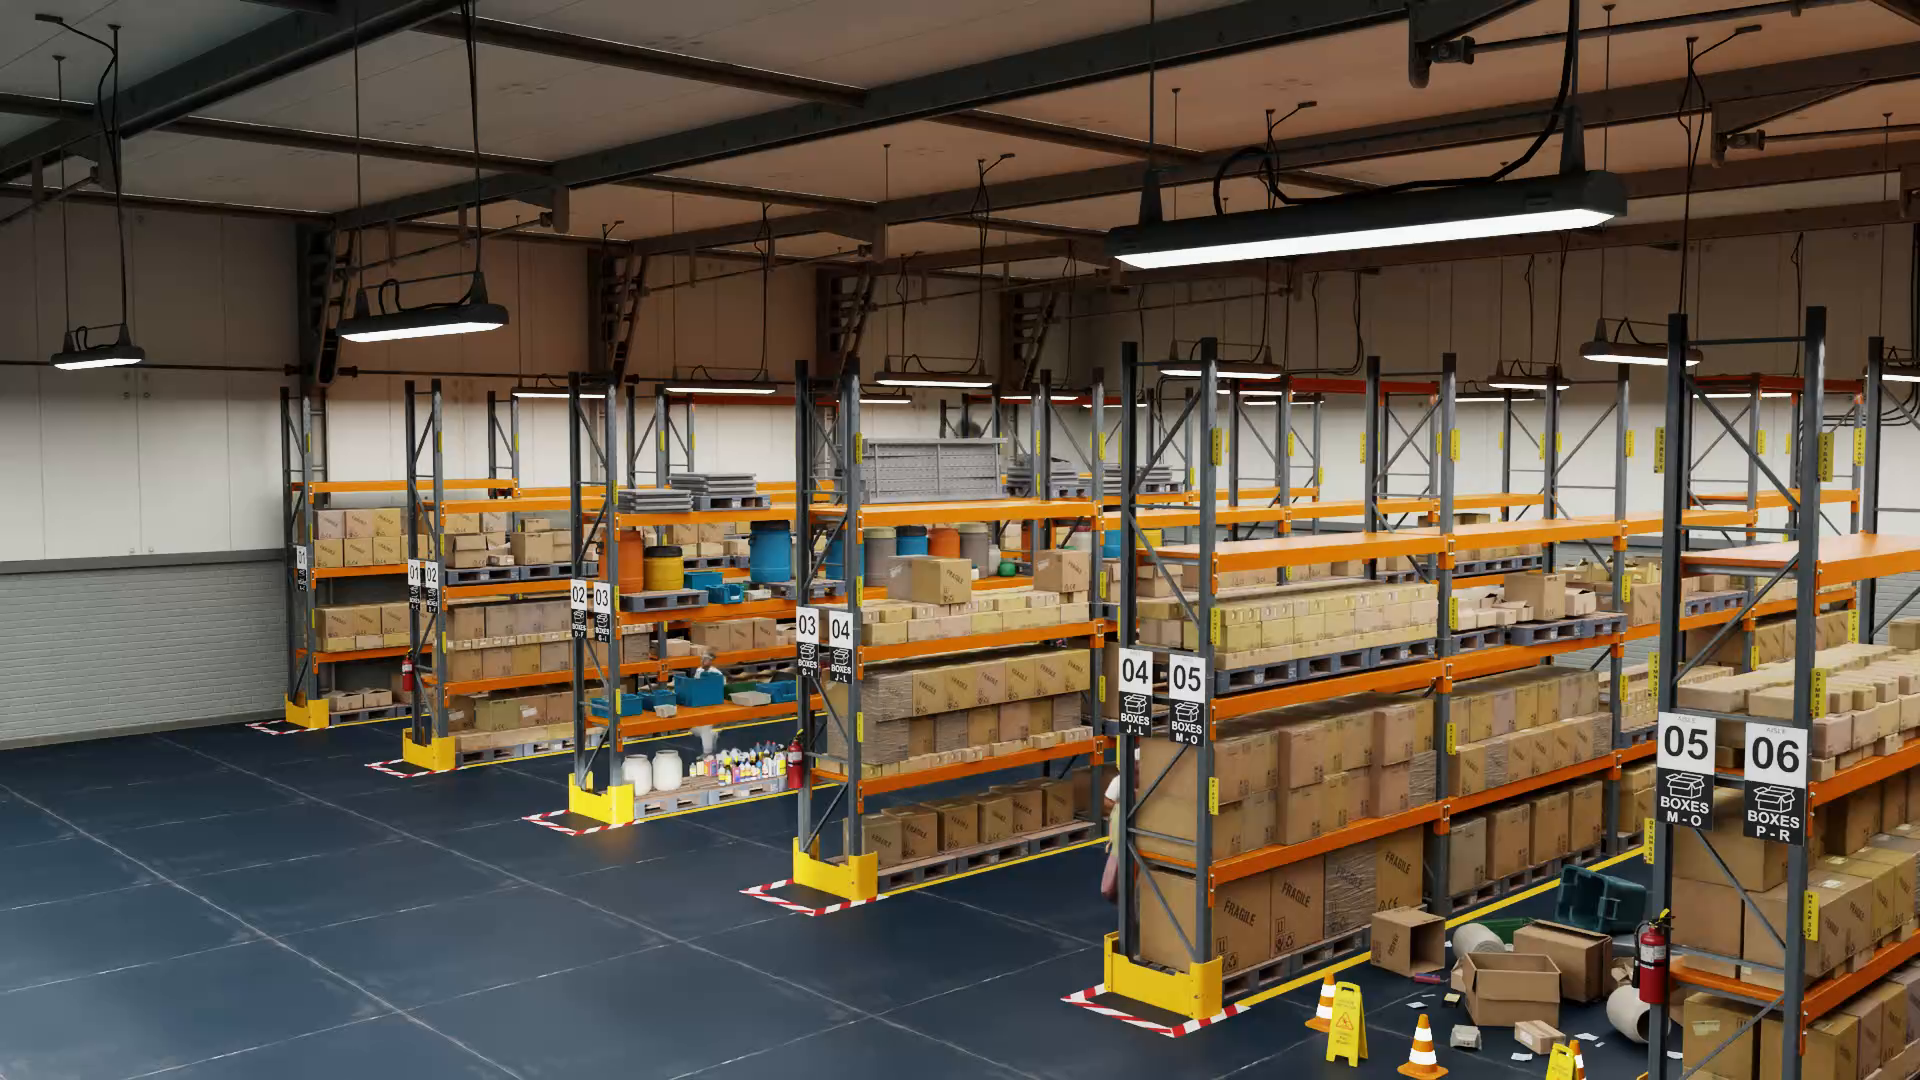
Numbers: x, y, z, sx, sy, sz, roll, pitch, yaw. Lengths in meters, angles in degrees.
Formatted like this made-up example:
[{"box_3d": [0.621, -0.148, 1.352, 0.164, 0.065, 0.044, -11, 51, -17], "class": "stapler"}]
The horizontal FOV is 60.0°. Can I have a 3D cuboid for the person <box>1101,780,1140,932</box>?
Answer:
[{"box_3d": [1.712, 3.265, 17.095, 0.576, 1.603, 0.556, 3, 5, 37], "class": "person"}]

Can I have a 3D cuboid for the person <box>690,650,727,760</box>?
[{"box_3d": [-3.990, 2.606, 26.422, 0.655, 1.738, 0.603, 2, 4, 32], "class": "person"}]

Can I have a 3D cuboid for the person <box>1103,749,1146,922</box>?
[{"box_3d": [1.894, 3.119, 17.811, 0.721, 1.795, 0.902, 2, 4, 28], "class": "person"}]
